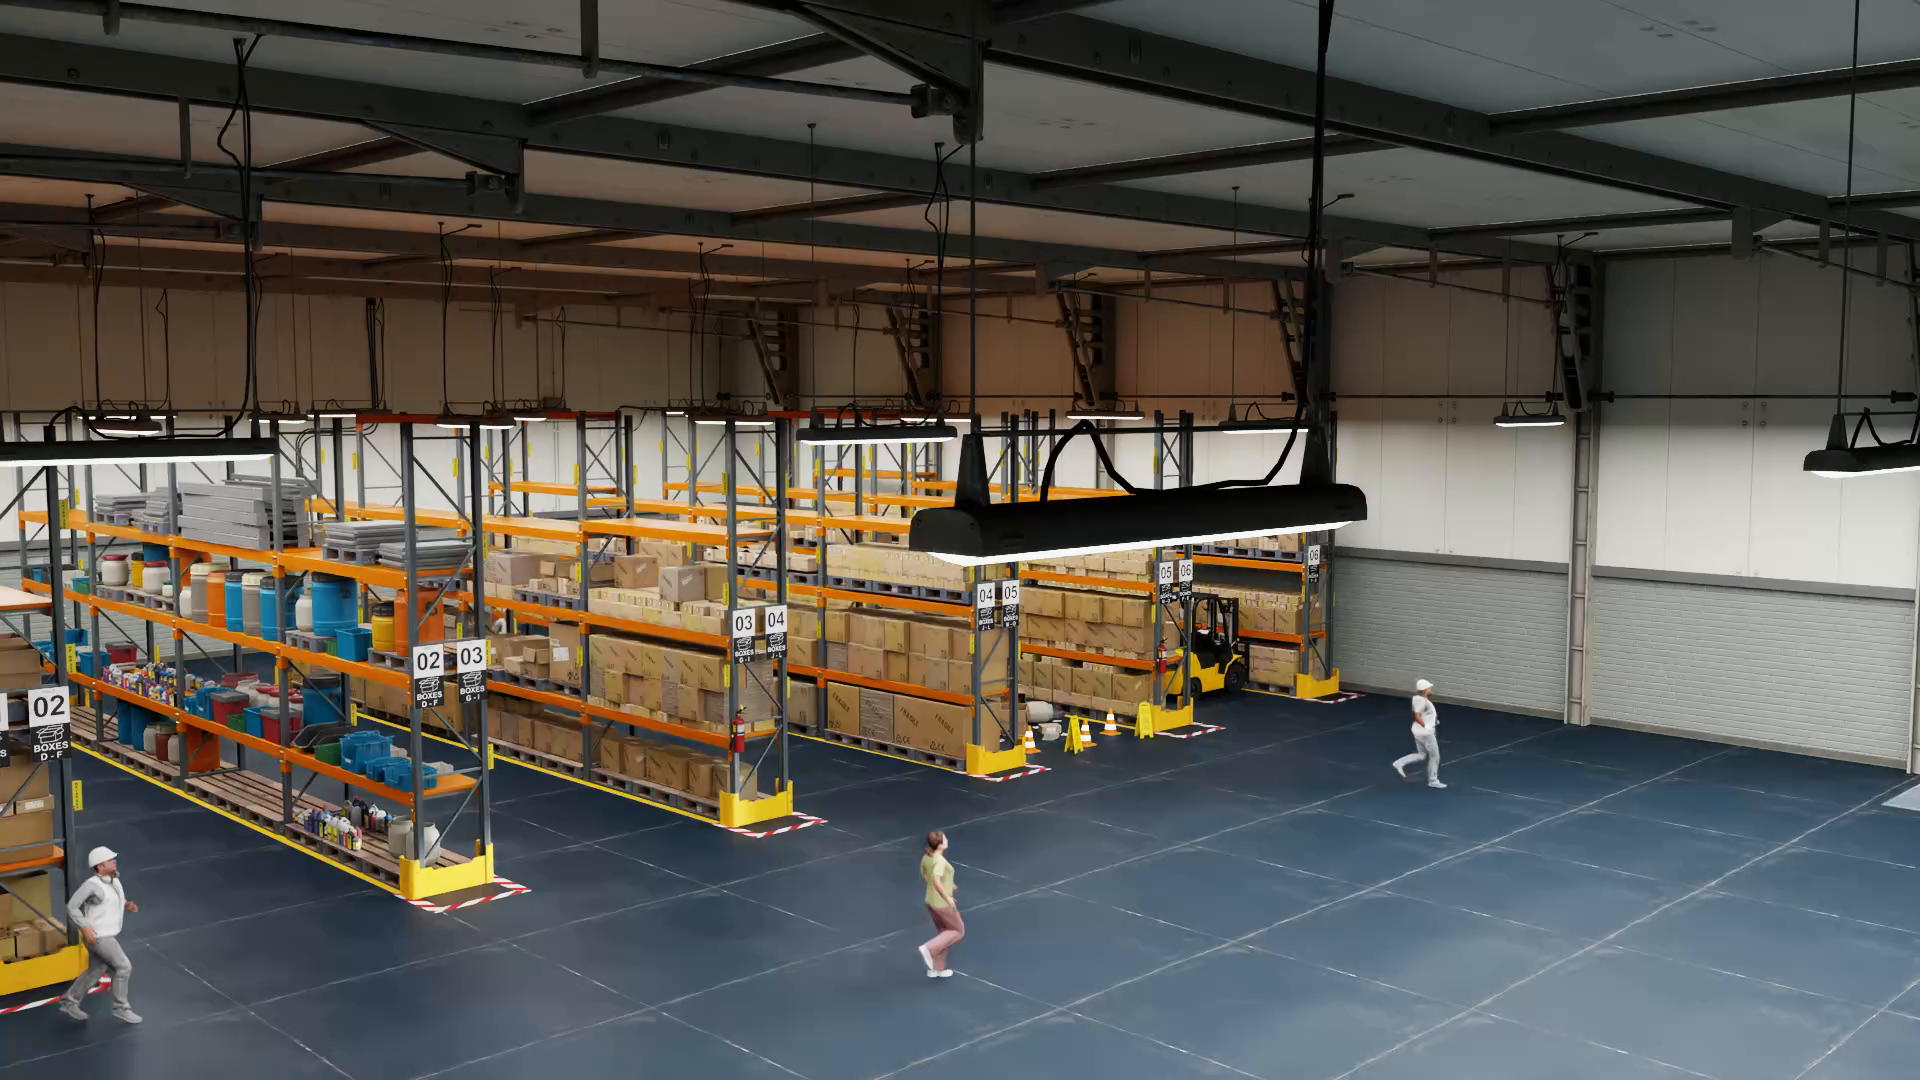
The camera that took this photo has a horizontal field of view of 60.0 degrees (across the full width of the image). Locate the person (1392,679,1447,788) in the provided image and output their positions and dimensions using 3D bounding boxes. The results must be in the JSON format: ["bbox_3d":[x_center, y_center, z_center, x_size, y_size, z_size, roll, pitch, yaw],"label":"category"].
[{"bbox_3d":[7.444,3.130,26.846,0.879,1.776,0.681,0,5,0],"label":"person"}]

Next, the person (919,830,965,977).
[{"bbox_3d":[-0.235,3.957,18.092,0.550,1.630,0.588,-3,6,-27],"label":"person"}]

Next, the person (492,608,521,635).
[{"bbox_3d":[-9.903,2.313,36.348,0.658,1.764,0.700,-5,7,-43],"label":"person"}]

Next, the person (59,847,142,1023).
[{"bbox_3d":[-8.690,3.978,16.803,0.802,1.790,0.652,-1,5,-11],"label":"person"}]
